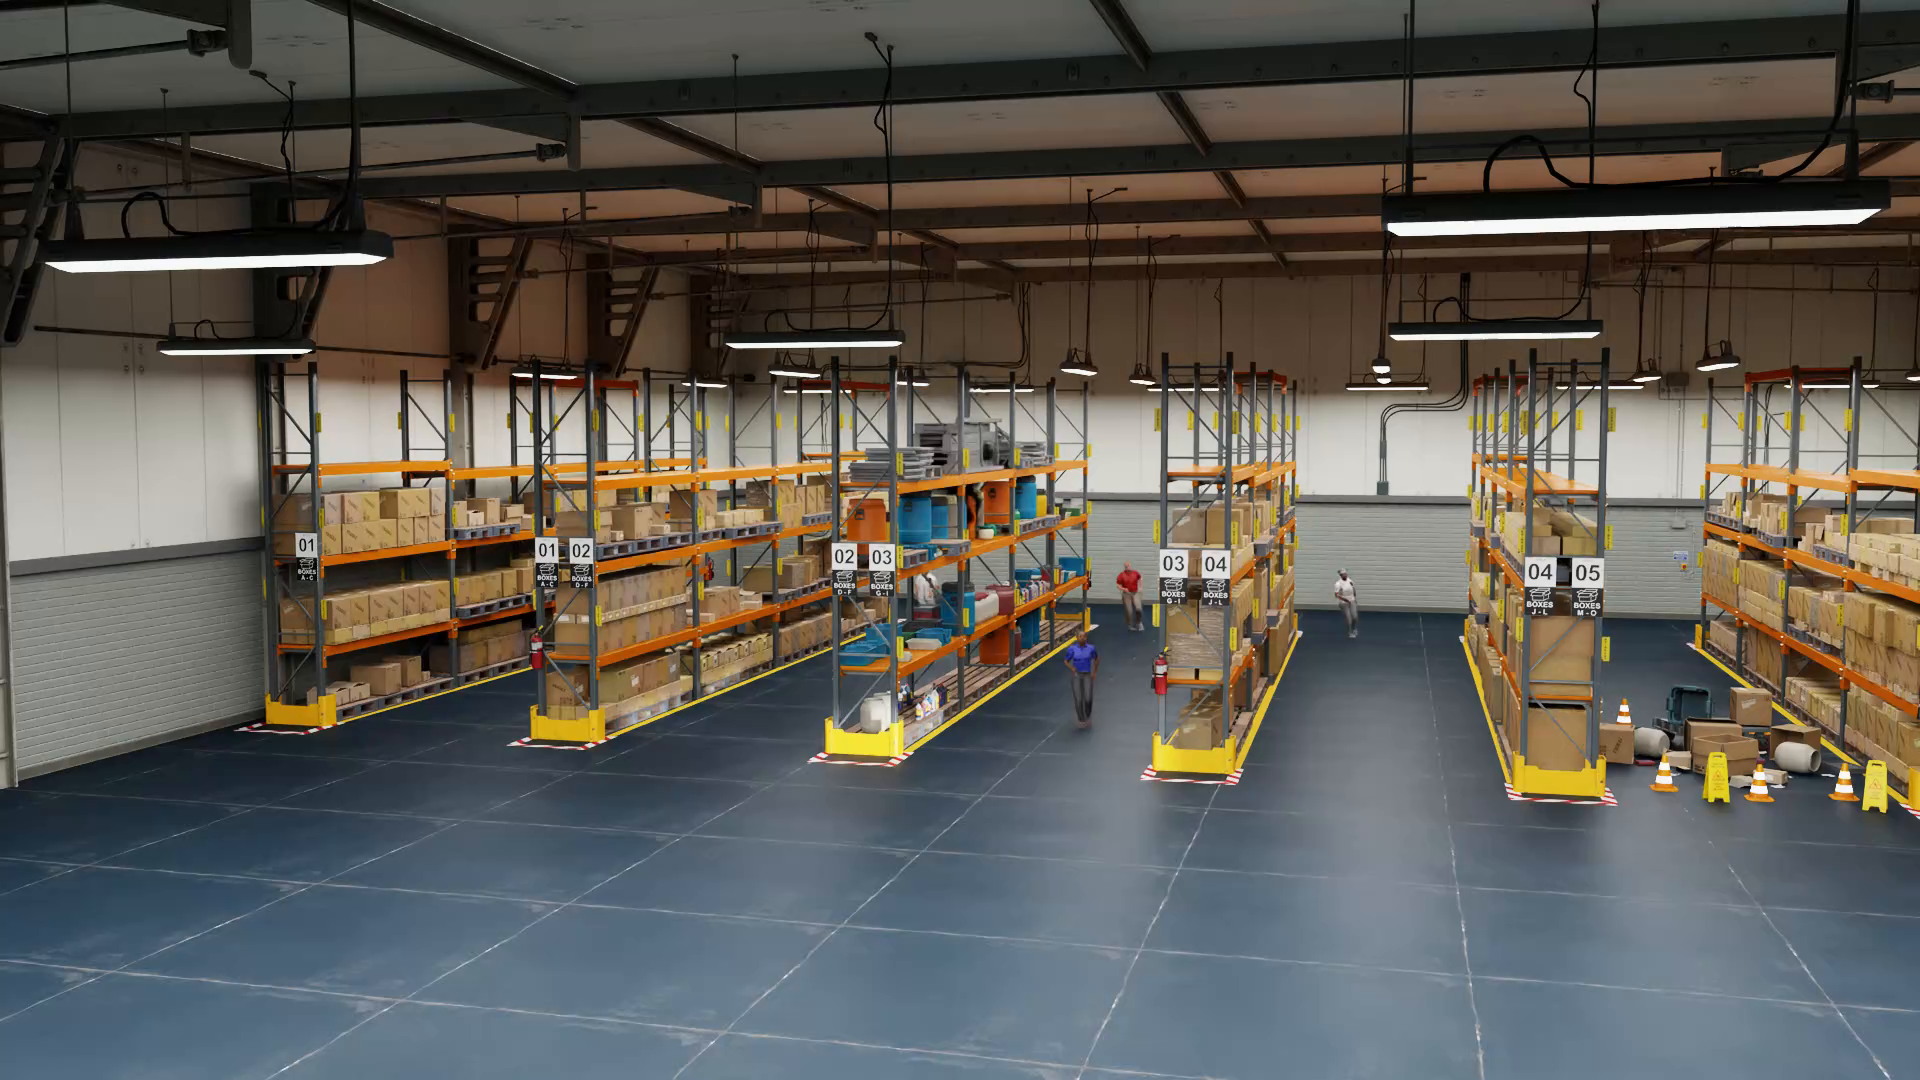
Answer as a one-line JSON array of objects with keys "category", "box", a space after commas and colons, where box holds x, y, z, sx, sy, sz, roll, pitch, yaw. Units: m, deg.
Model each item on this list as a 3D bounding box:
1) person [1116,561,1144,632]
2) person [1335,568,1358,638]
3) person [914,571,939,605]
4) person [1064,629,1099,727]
[{"category": "person", "box": [4.084, 1.355, 39.847, 0.691, 1.692, 0.692, 0, 4, -6]}, {"category": "person", "box": [9.012, 1.466, 38.631, 0.630, 1.639, 0.513, -1, 4, -10]}, {"category": "person", "box": [-0.811, 1.404, 39.625, 0.617, 1.652, 0.643, 1, 4, 11]}, {"category": "person", "box": [1.990, 2.273, 27.203, 0.576, 1.619, 0.580, 0, 4, 4]}]
